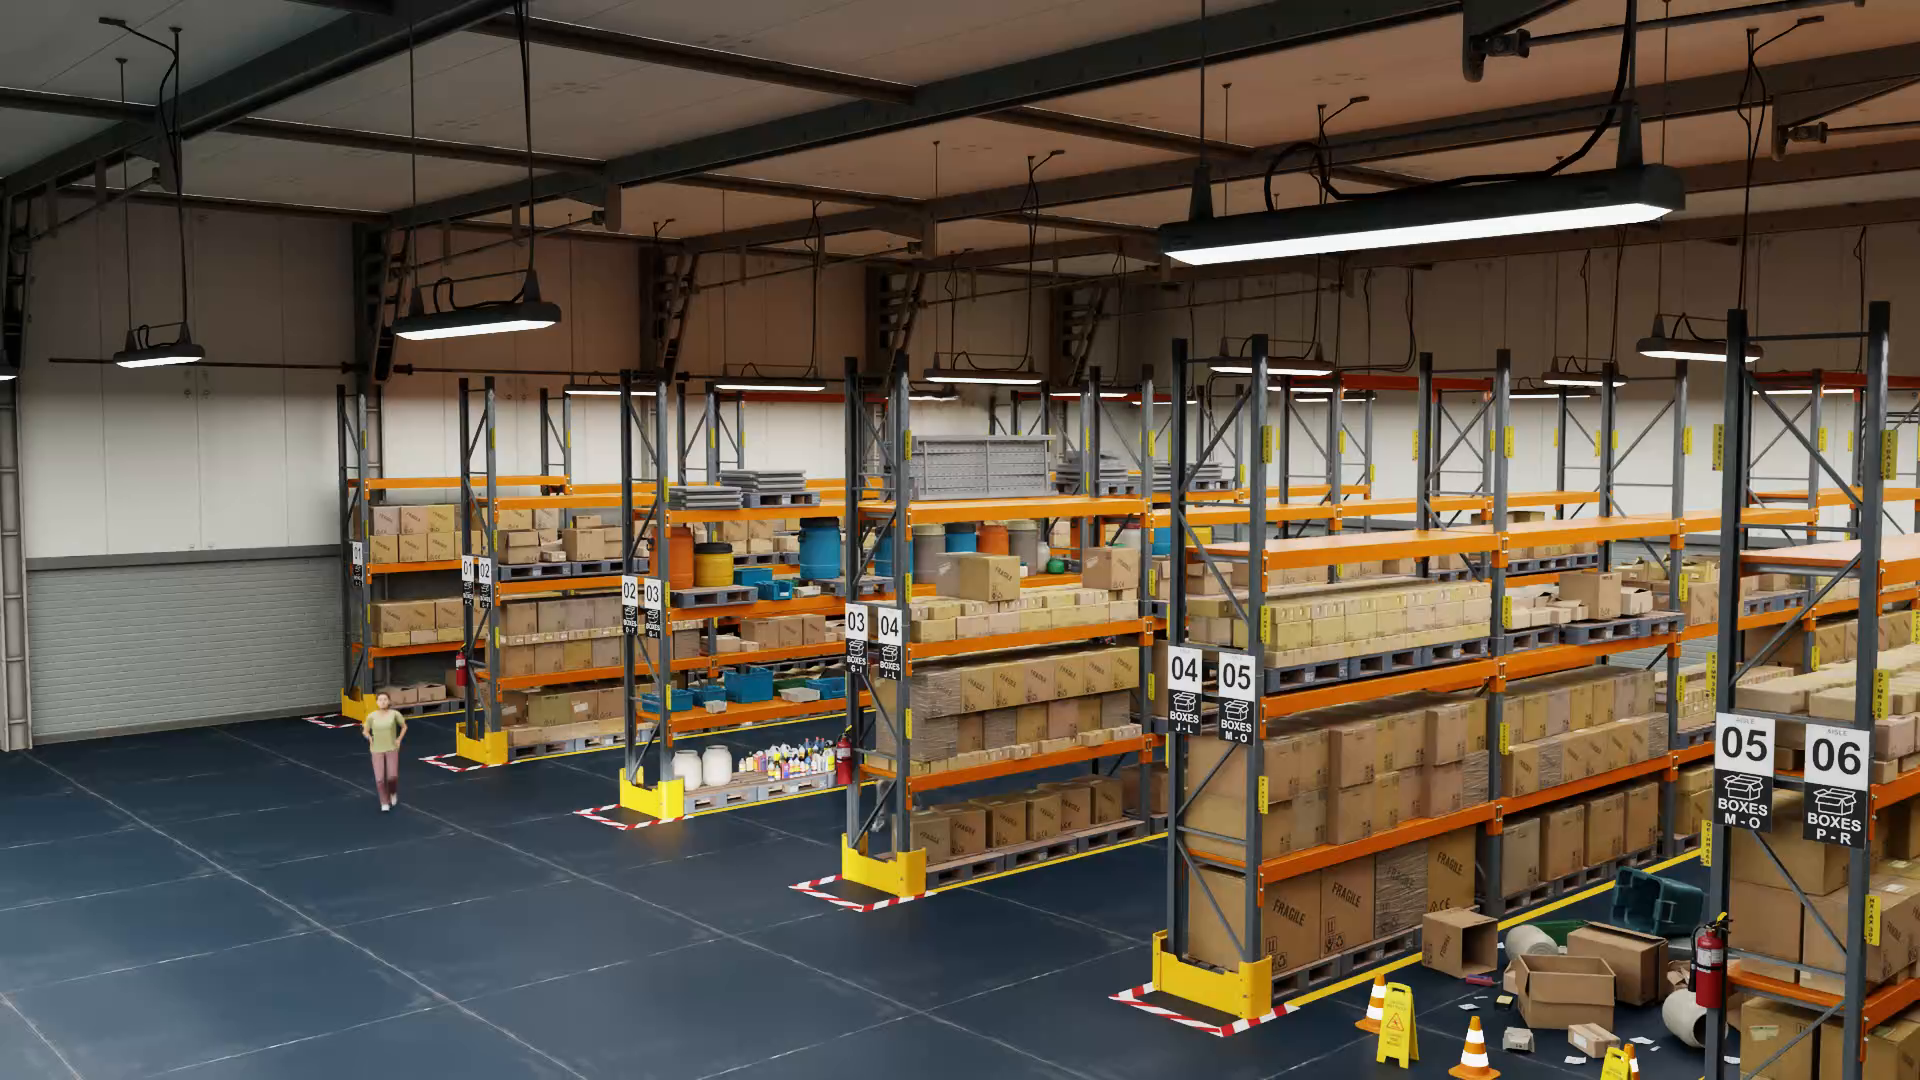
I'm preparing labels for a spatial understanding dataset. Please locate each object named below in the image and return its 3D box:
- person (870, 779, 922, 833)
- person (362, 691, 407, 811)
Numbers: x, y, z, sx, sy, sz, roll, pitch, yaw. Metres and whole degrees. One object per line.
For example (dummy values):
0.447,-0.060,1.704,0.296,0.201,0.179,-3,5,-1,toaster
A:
-0.787,2.956,21.651,0.507,1.634,0.902,3,5,36,person
-7.799,2.865,22.544,0.574,1.624,0.546,-1,4,-15,person
